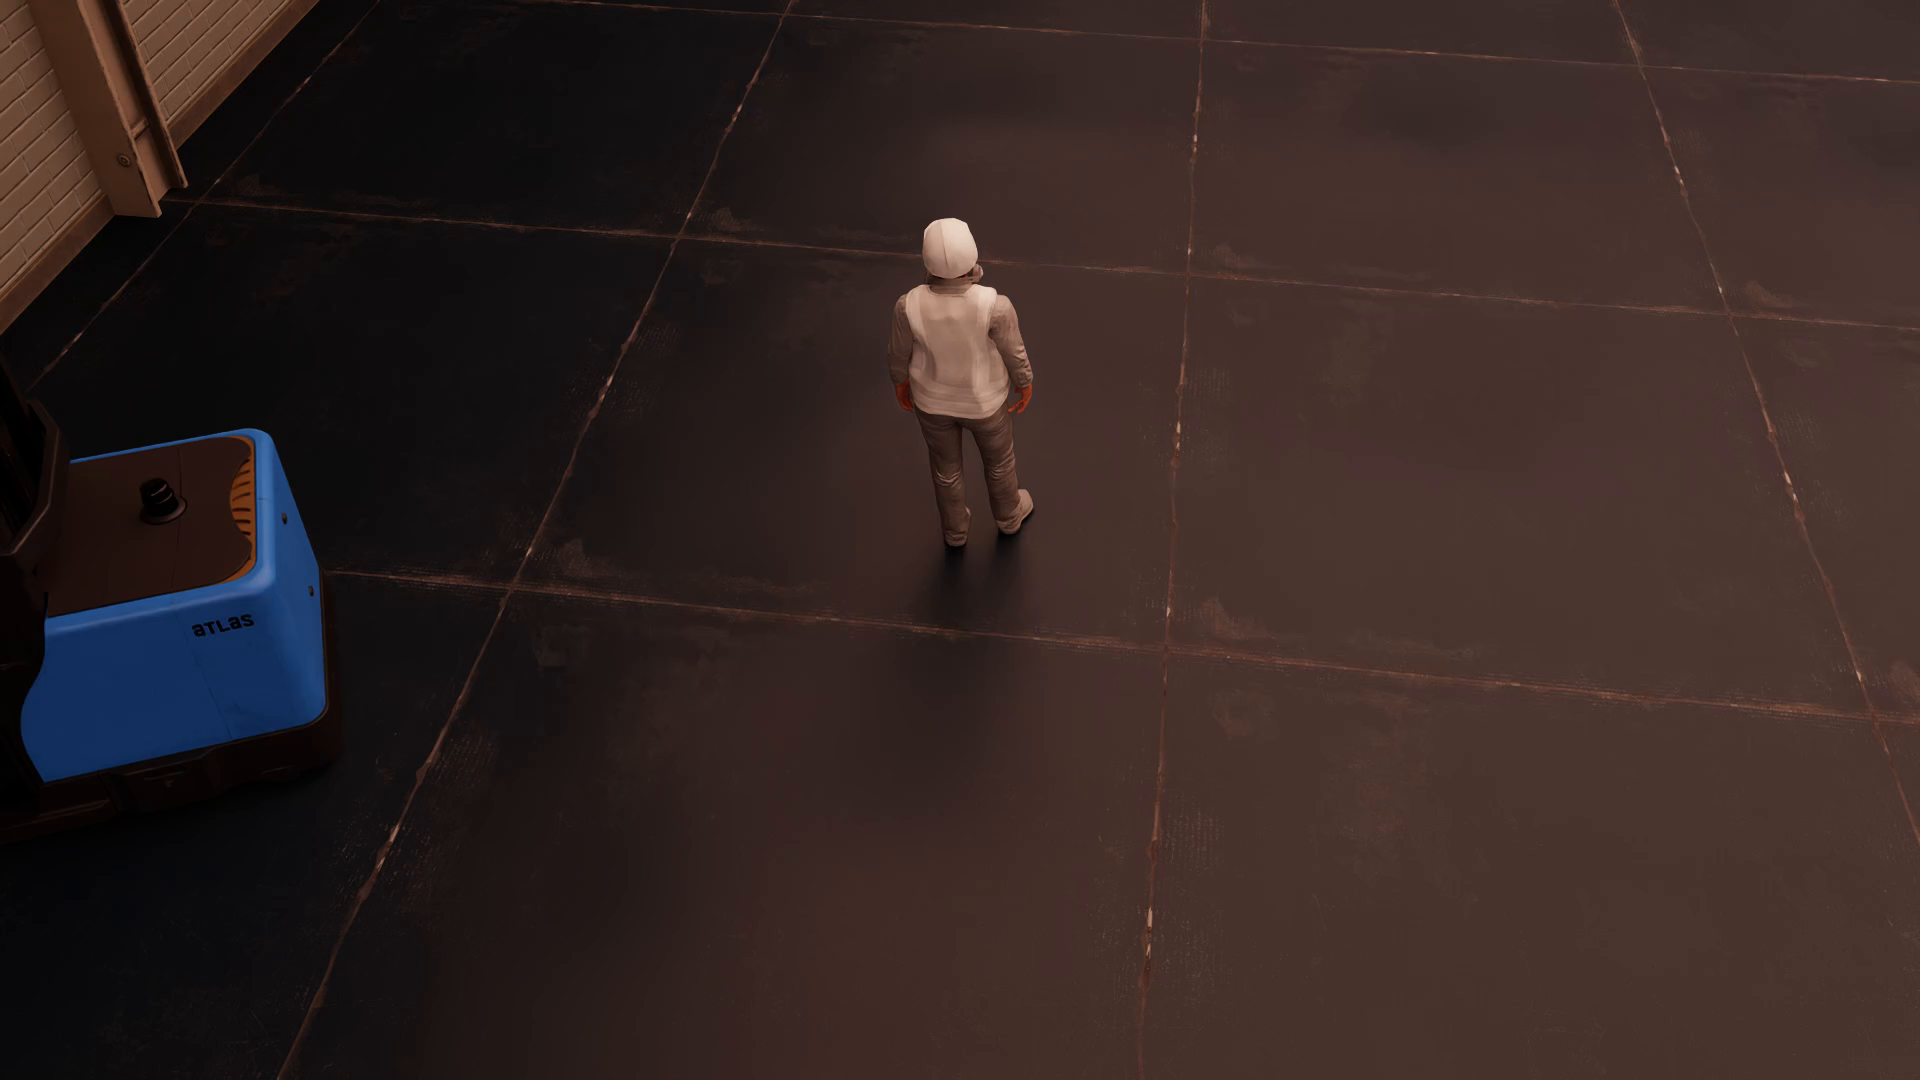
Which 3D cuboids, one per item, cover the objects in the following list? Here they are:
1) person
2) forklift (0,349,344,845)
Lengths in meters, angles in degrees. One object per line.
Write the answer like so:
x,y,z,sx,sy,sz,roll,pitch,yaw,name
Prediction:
0.016,-0.700,7.331,0.633,1.775,0.566,5,43,6,person
-4.119,-0.150,5.888,3.031,2.935,1.130,-12,44,-13,forklift
